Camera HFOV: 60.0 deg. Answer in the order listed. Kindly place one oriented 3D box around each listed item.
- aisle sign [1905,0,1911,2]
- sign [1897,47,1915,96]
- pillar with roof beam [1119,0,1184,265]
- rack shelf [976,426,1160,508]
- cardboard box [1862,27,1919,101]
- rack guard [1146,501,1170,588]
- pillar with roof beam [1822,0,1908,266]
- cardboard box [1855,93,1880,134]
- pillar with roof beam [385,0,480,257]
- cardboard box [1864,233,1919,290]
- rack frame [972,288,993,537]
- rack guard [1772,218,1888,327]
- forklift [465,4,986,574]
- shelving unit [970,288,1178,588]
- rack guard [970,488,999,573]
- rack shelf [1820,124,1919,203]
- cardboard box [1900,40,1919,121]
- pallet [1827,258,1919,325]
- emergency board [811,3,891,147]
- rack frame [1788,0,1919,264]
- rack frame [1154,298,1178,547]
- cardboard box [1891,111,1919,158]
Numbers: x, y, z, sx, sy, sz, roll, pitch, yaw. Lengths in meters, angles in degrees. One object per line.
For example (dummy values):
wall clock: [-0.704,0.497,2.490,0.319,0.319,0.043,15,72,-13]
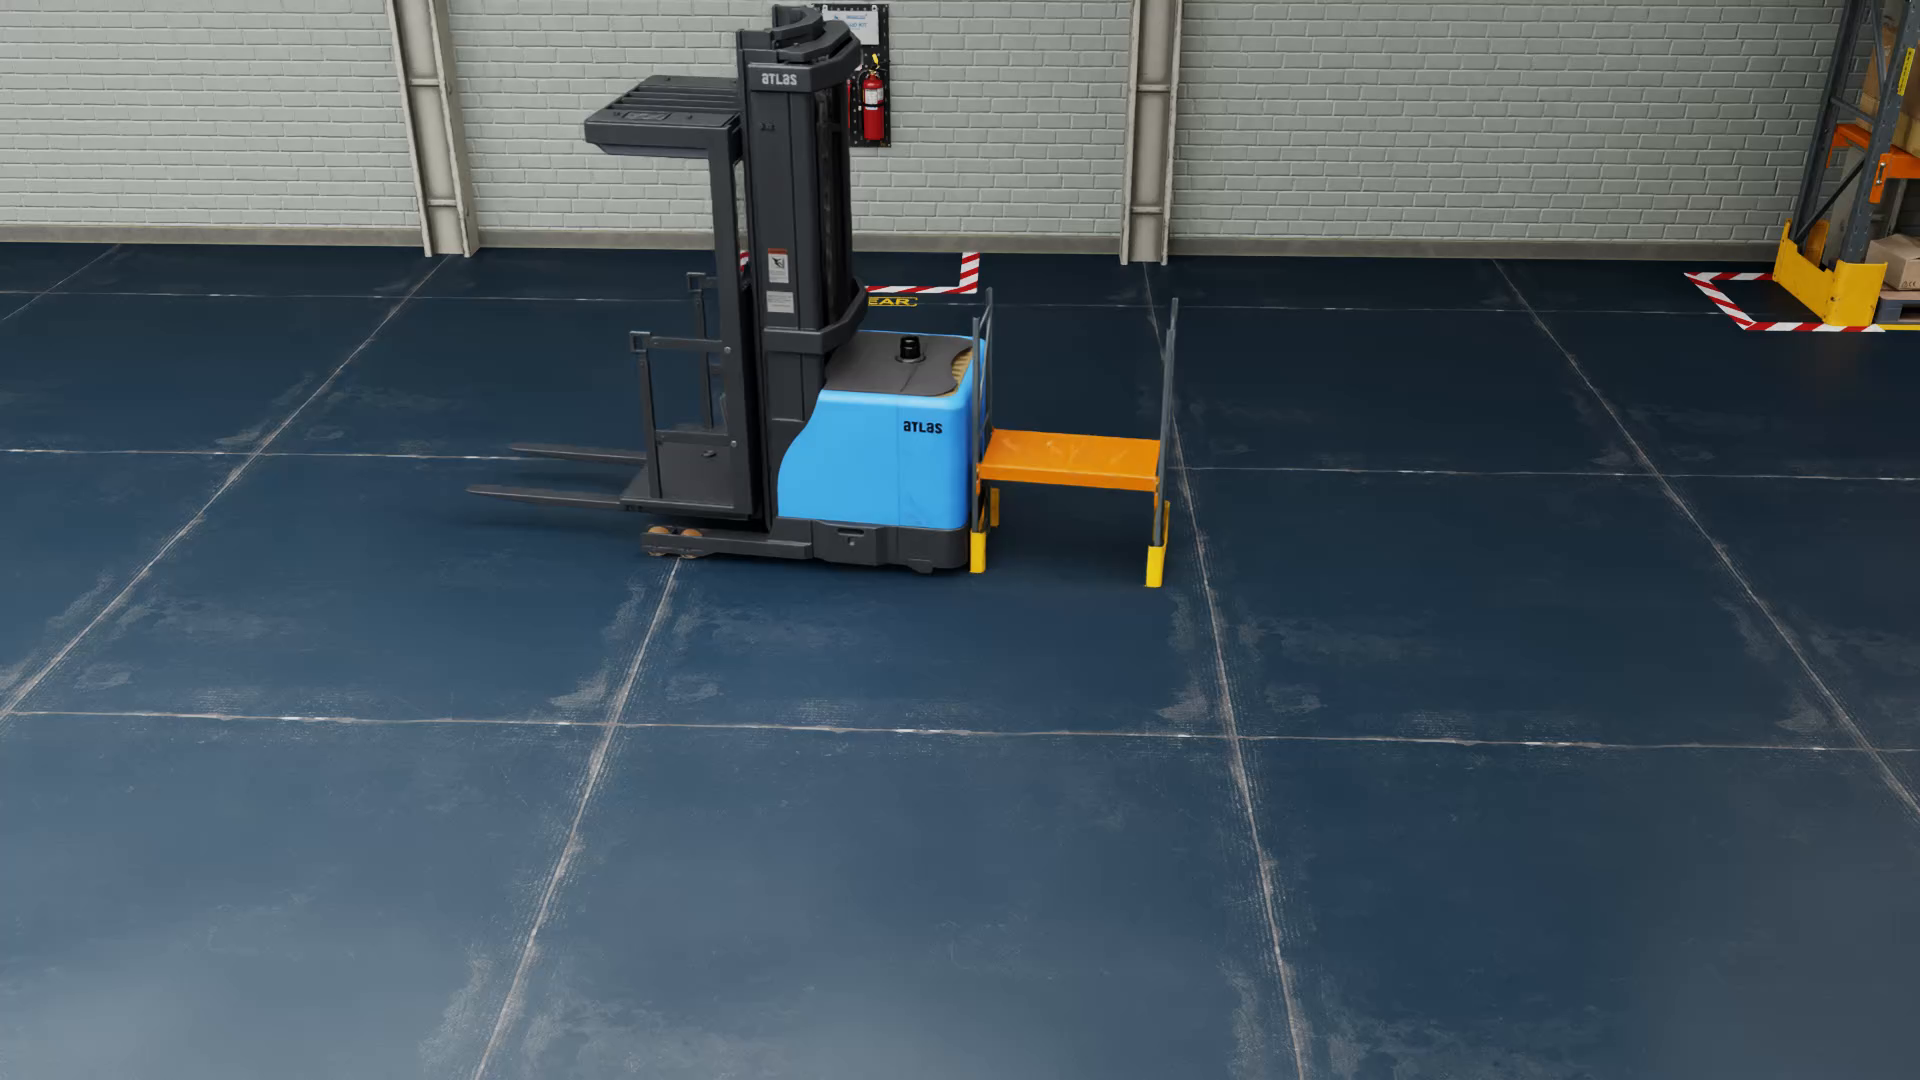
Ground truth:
aisle sign: [6.760,-4.261,11.810,0.004,0.787,0.394,1,28,2]
sign: [6.823,-3.380,12.000,0.005,0.325,0.100,1,28,2]
pillar with roof beam: [1.424,-4.380,8.404,0.400,9.000,9.100,1,28,2]
rack shelf: [0.626,-0.415,9.316,1.000,0.185,0.538,5,28,9]
cardboard box: [7.321,-3.617,12.710,0.500,0.500,0.500,1,28,1]
rack guard: [1.125,0.018,9.450,0.087,0.250,0.587,5,28,9]
pillar with roof beam: [7.421,-4.281,8.217,0.400,9.000,9.100,1,28,2]
cardboard box: [7.316,-3.277,12.869,0.500,0.250,0.500,1,28,3]
pillar with roof beam: [-4.572,-4.479,8.592,0.400,9.000,9.100,1,28,2]
cardboard box: [7.531,-2.205,13.107,0.500,0.311,0.500,-2,28,-4]
rack frame: [0.124,-0.614,9.308,0.032,1.500,0.500,5,28,9]
rack guard: [6.918,-2.146,13.265,0.348,0.500,1.175,1,28,2]
forklift: [-1.378,-1.425,9.308,3.031,2.935,1.130,5,28,9]
shelving unit: [0.635,-0.574,9.231,1.083,1.500,0.587,5,28,9]
rack guard: [0.144,-0.061,9.598,0.087,0.250,0.587,5,28,9]
rack shelf: [8.841,-2.901,12.788,4.000,0.370,1.077,1,28,2]
cardboard box: [7.309,-3.377,12.256,0.500,0.500,0.500,1,28,2]
pallet: [7.729,-1.989,13.276,1.213,0.211,1.003,1,28,2]
emergency board: [-0.892,-3.803,13.722,0.643,1.169,0.194,1,28,2]
rack frame: [6.842,-3.252,12.682,0.127,3.000,1.000,1,28,2]
rack frame: [1.127,-0.534,9.157,0.032,1.500,0.500,5,28,9]
cardboard box: [7.319,-3.038,12.417,0.500,0.250,0.500,0,28,0]
